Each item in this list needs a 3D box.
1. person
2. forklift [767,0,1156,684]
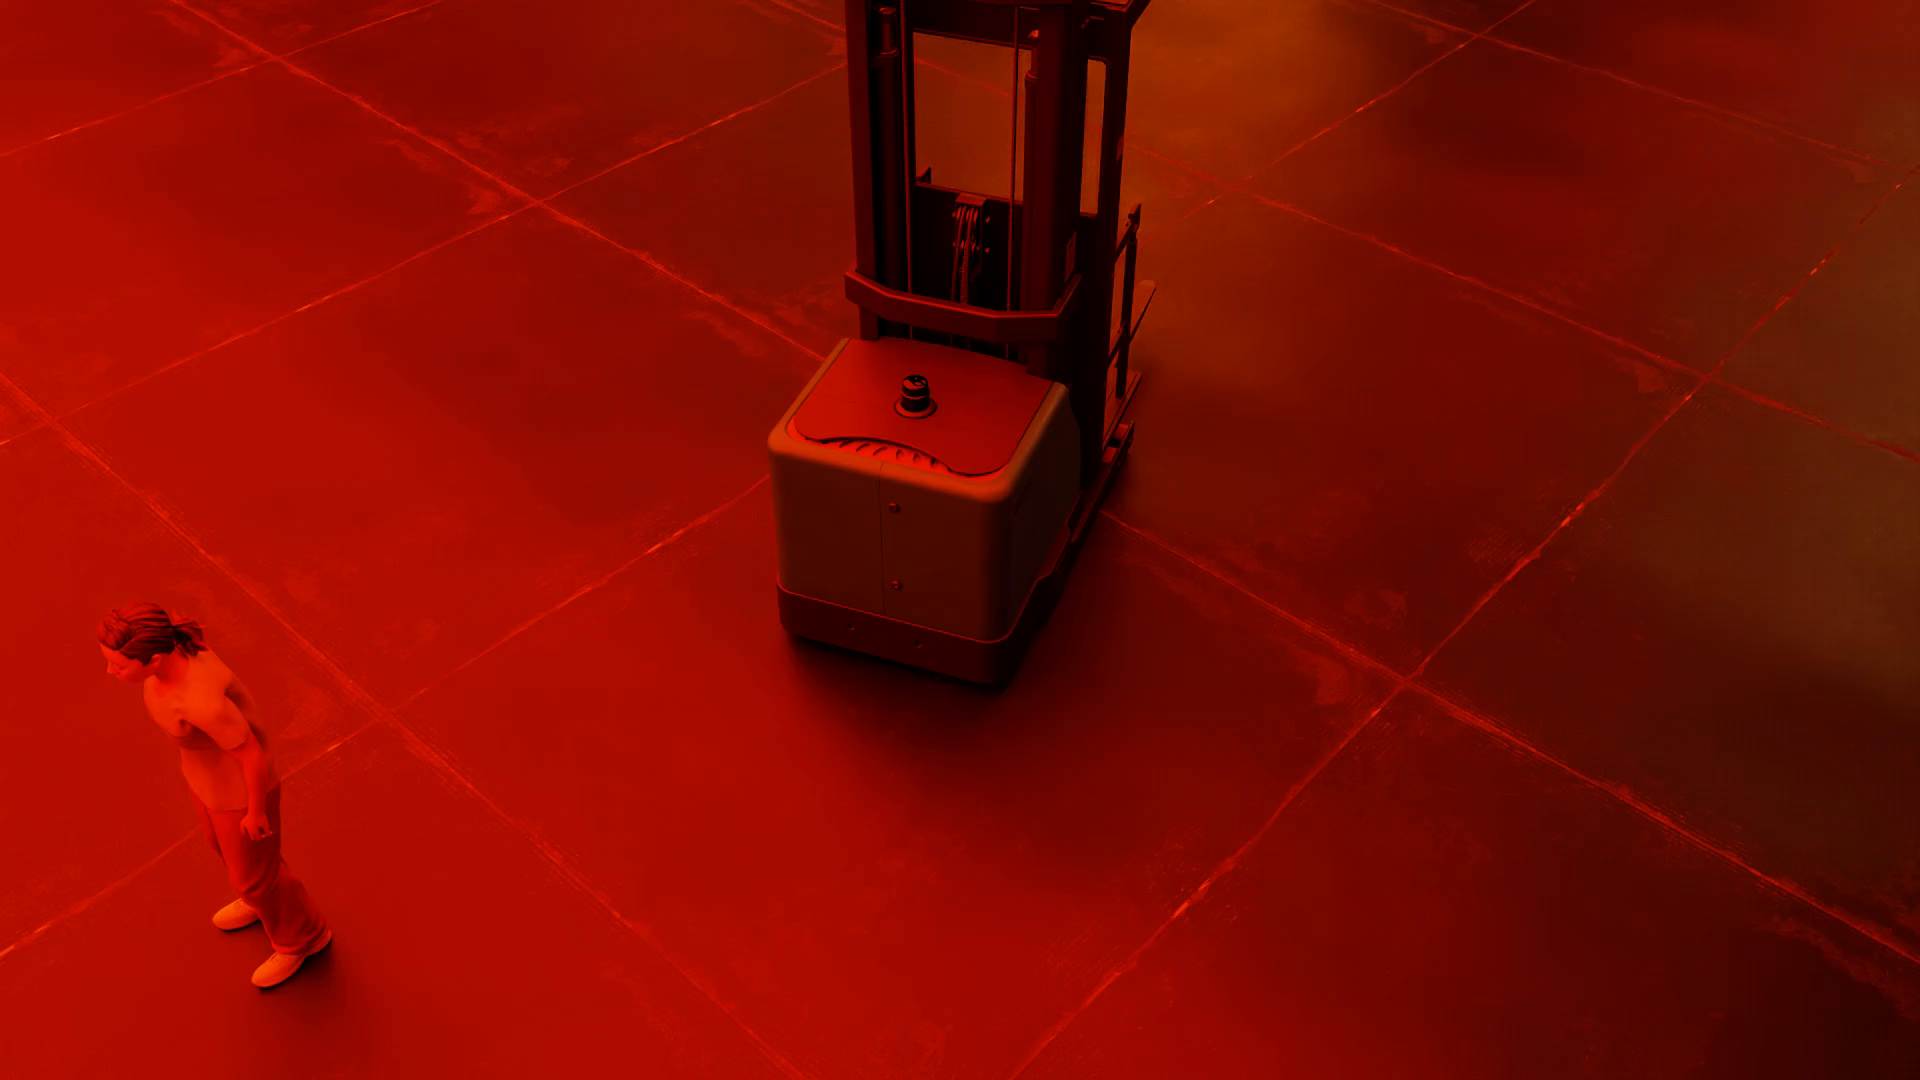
[{"bbox_3d":[-2.426,0.804,5.460,0.365,1.671,0.506,-32,50,-31],"label":"person"},{"bbox_3d":[0.211,-1.484,7.158,1.130,2.935,3.031,14,42,15],"label":"forklift"}]
